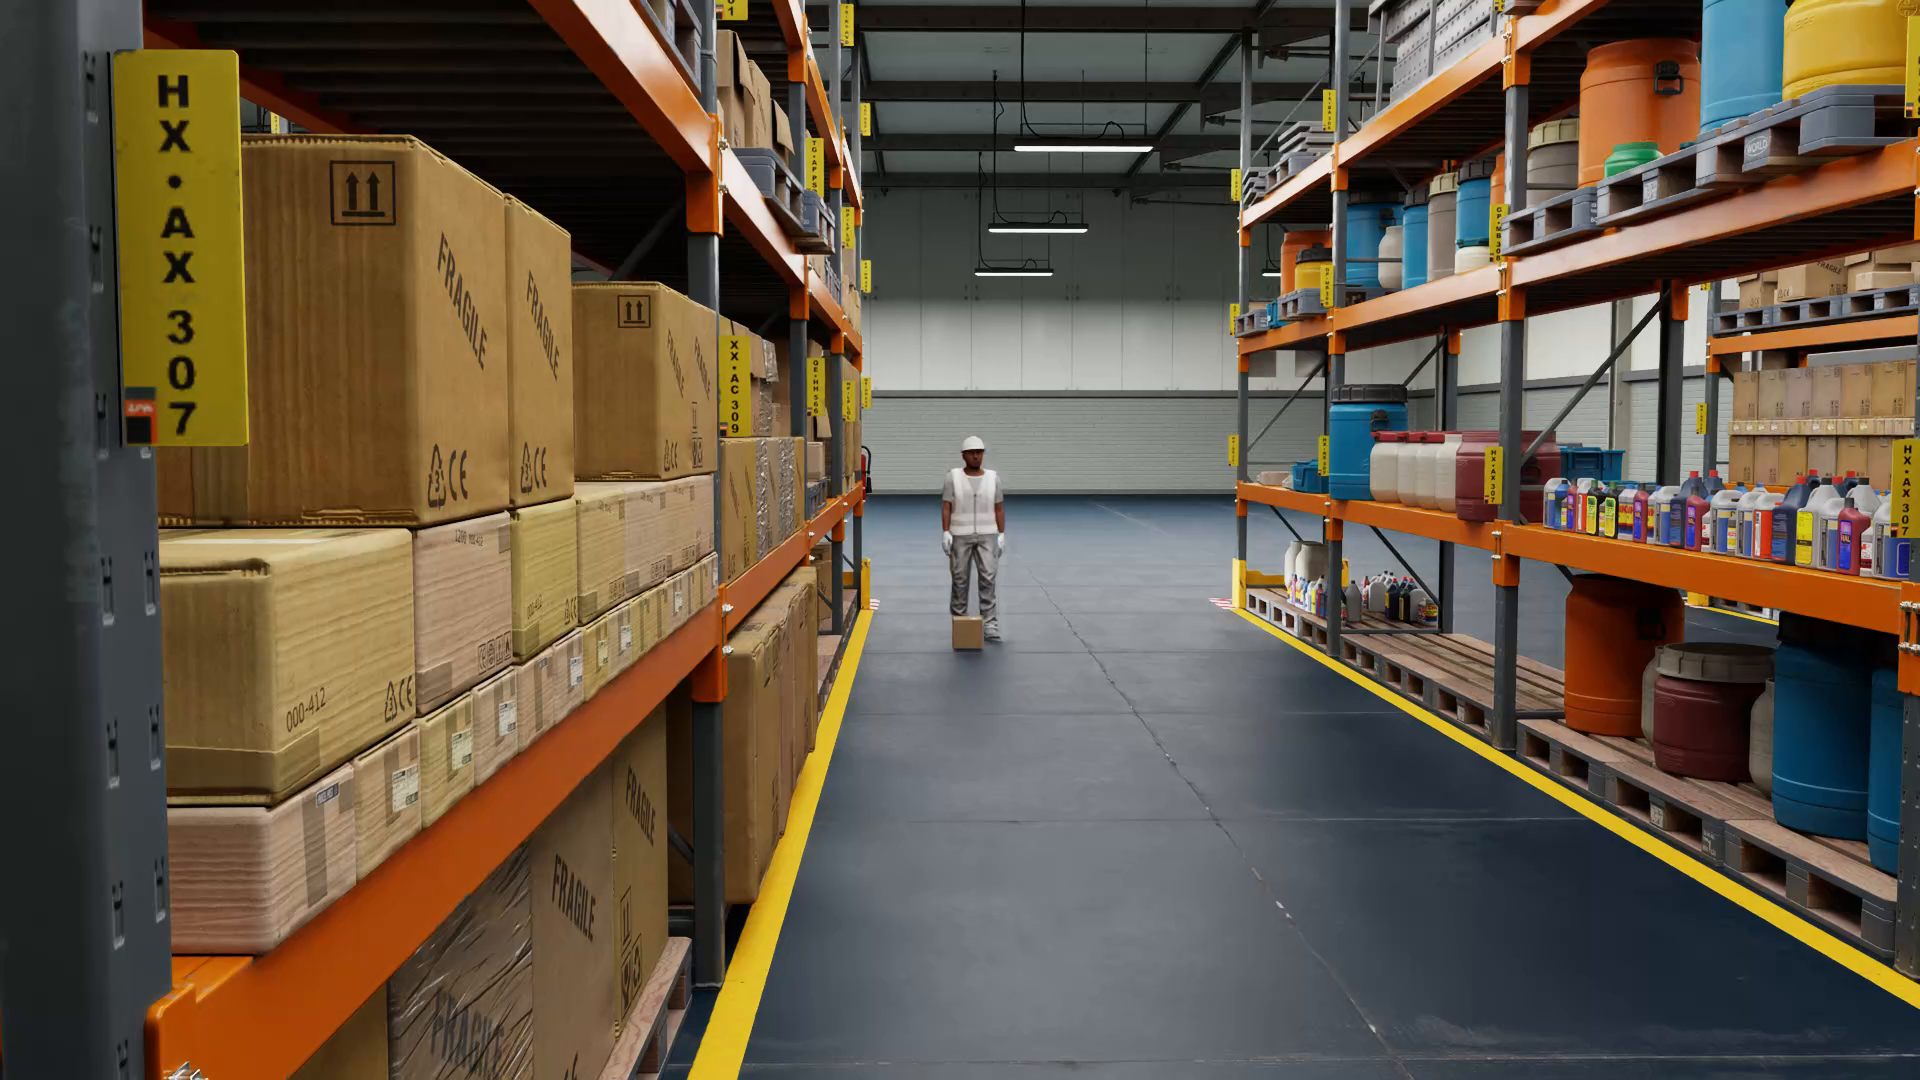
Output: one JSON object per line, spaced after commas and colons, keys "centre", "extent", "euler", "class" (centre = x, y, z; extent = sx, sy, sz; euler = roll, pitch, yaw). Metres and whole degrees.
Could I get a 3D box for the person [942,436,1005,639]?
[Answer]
{"centre": [0.126, -0.018, 14.620], "extent": [0.573, 1.790, 0.525], "euler": [0, 4, -7], "class": "person"}
